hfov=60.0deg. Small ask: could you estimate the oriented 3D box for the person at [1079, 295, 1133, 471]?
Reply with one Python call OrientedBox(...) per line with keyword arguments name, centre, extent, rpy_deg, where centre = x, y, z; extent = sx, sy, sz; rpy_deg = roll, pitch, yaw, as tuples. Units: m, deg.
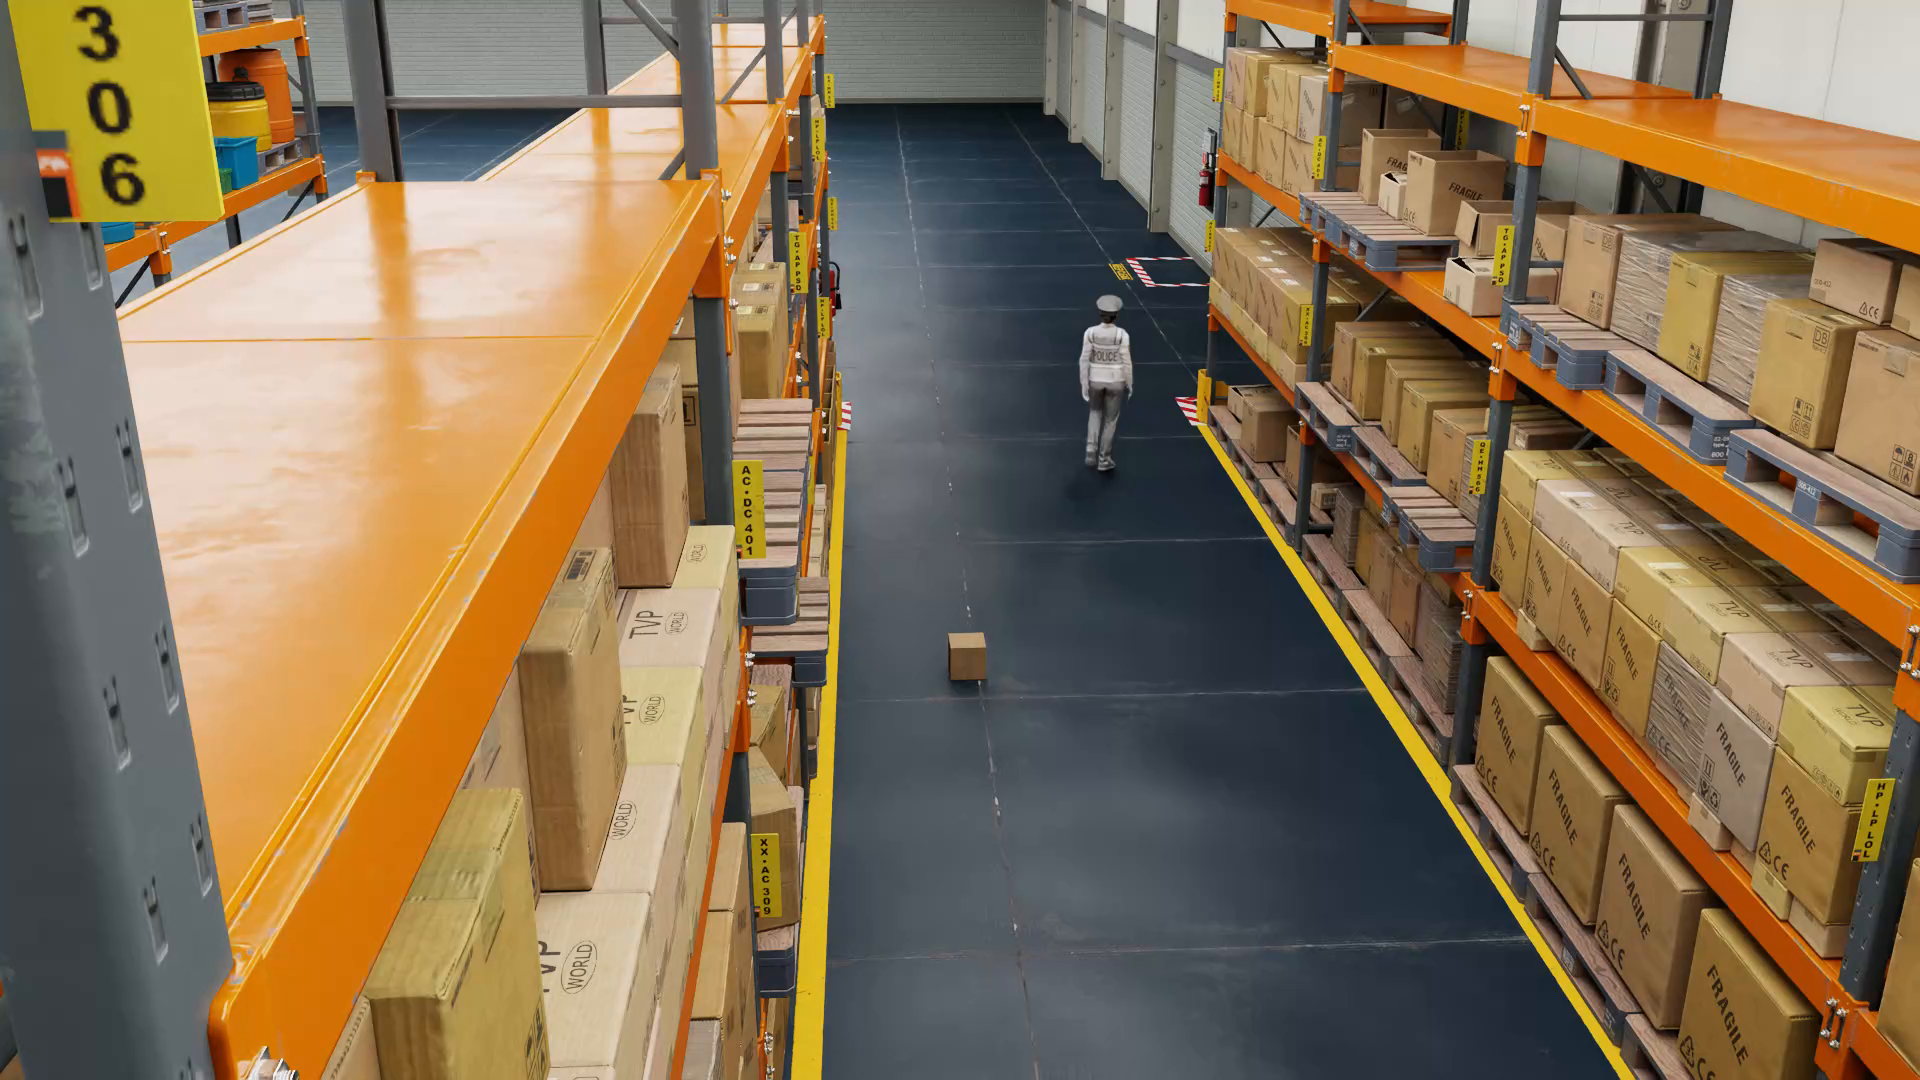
OrientedBox(name="person", centre=(1.397, -1.490, 15.788), extent=(0.493, 1.699, 0.437), rpy_deg=(7, 22, 18))
